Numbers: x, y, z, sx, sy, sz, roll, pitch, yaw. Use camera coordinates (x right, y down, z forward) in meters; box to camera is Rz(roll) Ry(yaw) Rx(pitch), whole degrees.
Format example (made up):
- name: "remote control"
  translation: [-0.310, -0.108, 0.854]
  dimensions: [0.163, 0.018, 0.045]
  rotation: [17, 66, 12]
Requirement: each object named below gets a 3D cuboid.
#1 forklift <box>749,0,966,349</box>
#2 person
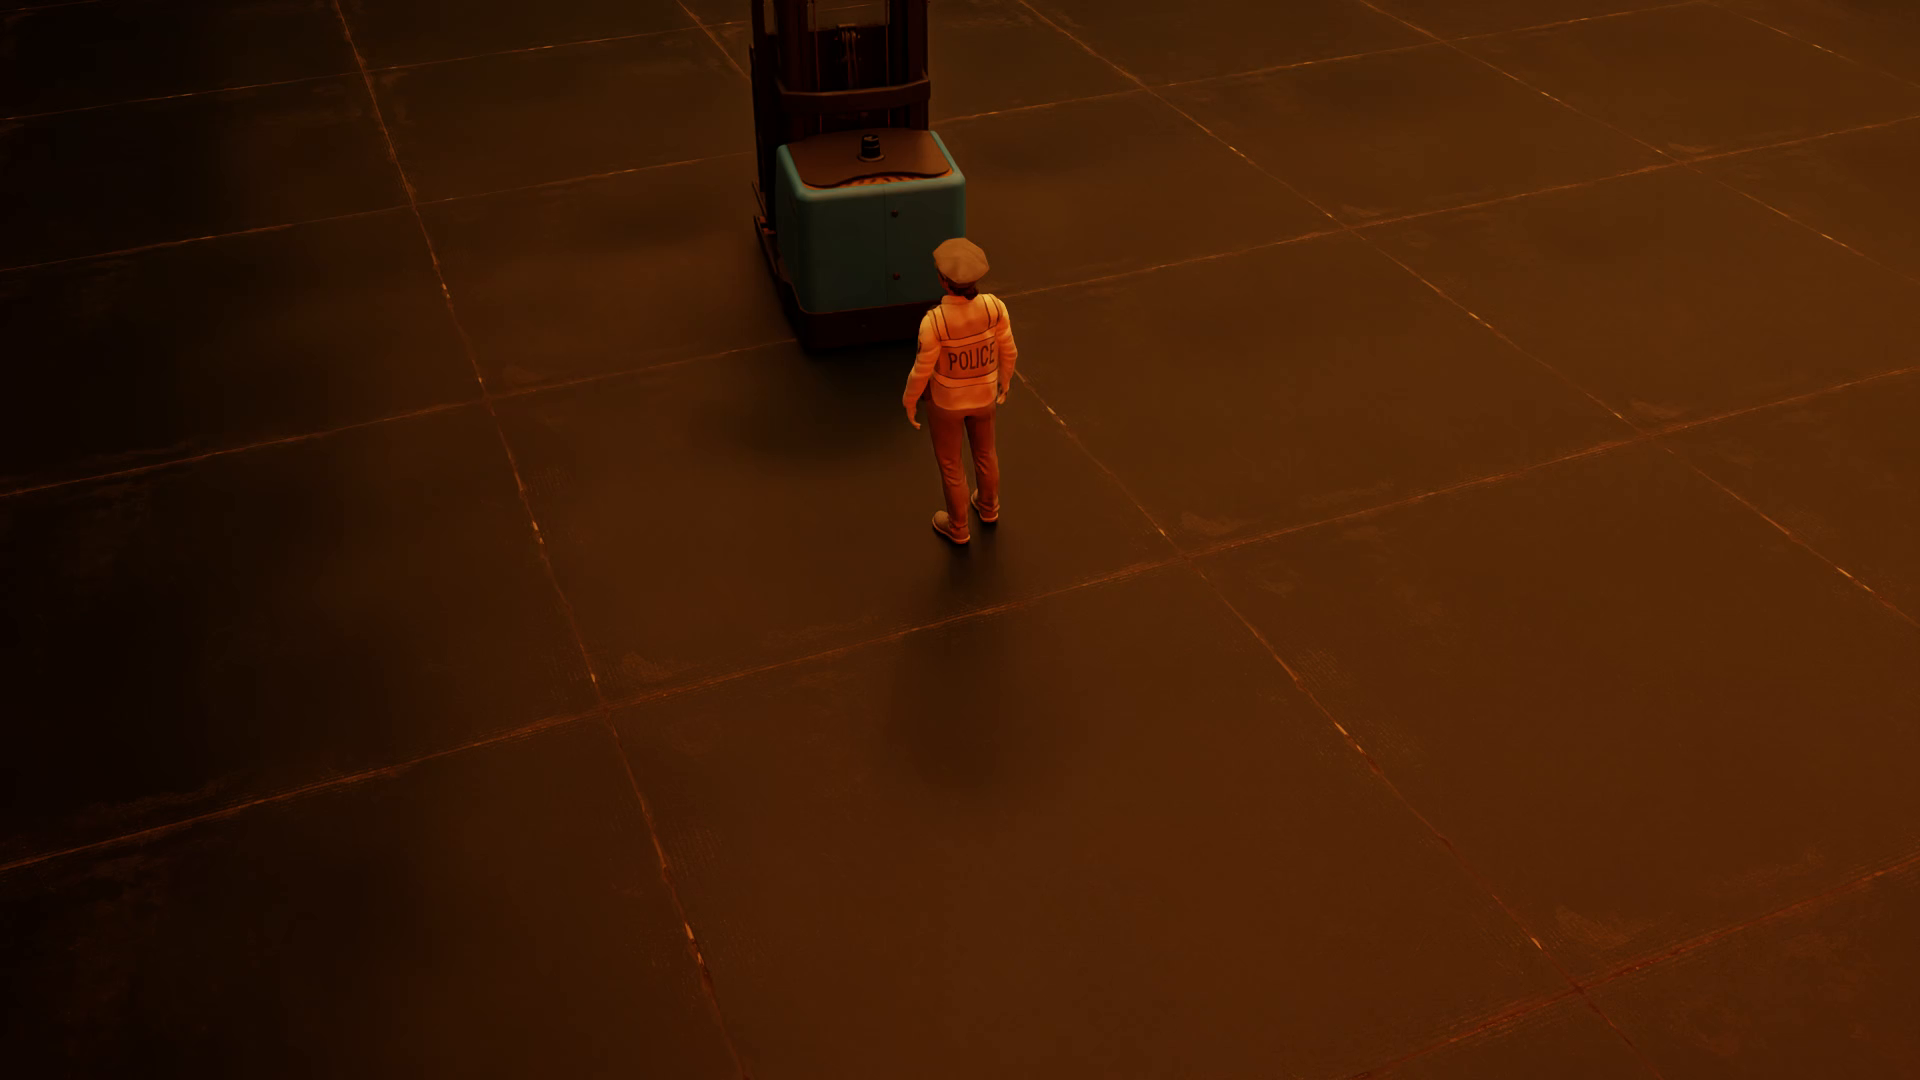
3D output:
- name: "forklift"
  translation: [-0.804, -3.213, 10.616]
  dimensions: [1.130, 2.935, 3.031]
  rotation: [-8, 36, -11]
- name: "person"
  translation: [-0.021, -0.734, 8.186]
  dimensions: [0.588, 1.695, 0.531]
  rotation: [-14, 38, -19]
